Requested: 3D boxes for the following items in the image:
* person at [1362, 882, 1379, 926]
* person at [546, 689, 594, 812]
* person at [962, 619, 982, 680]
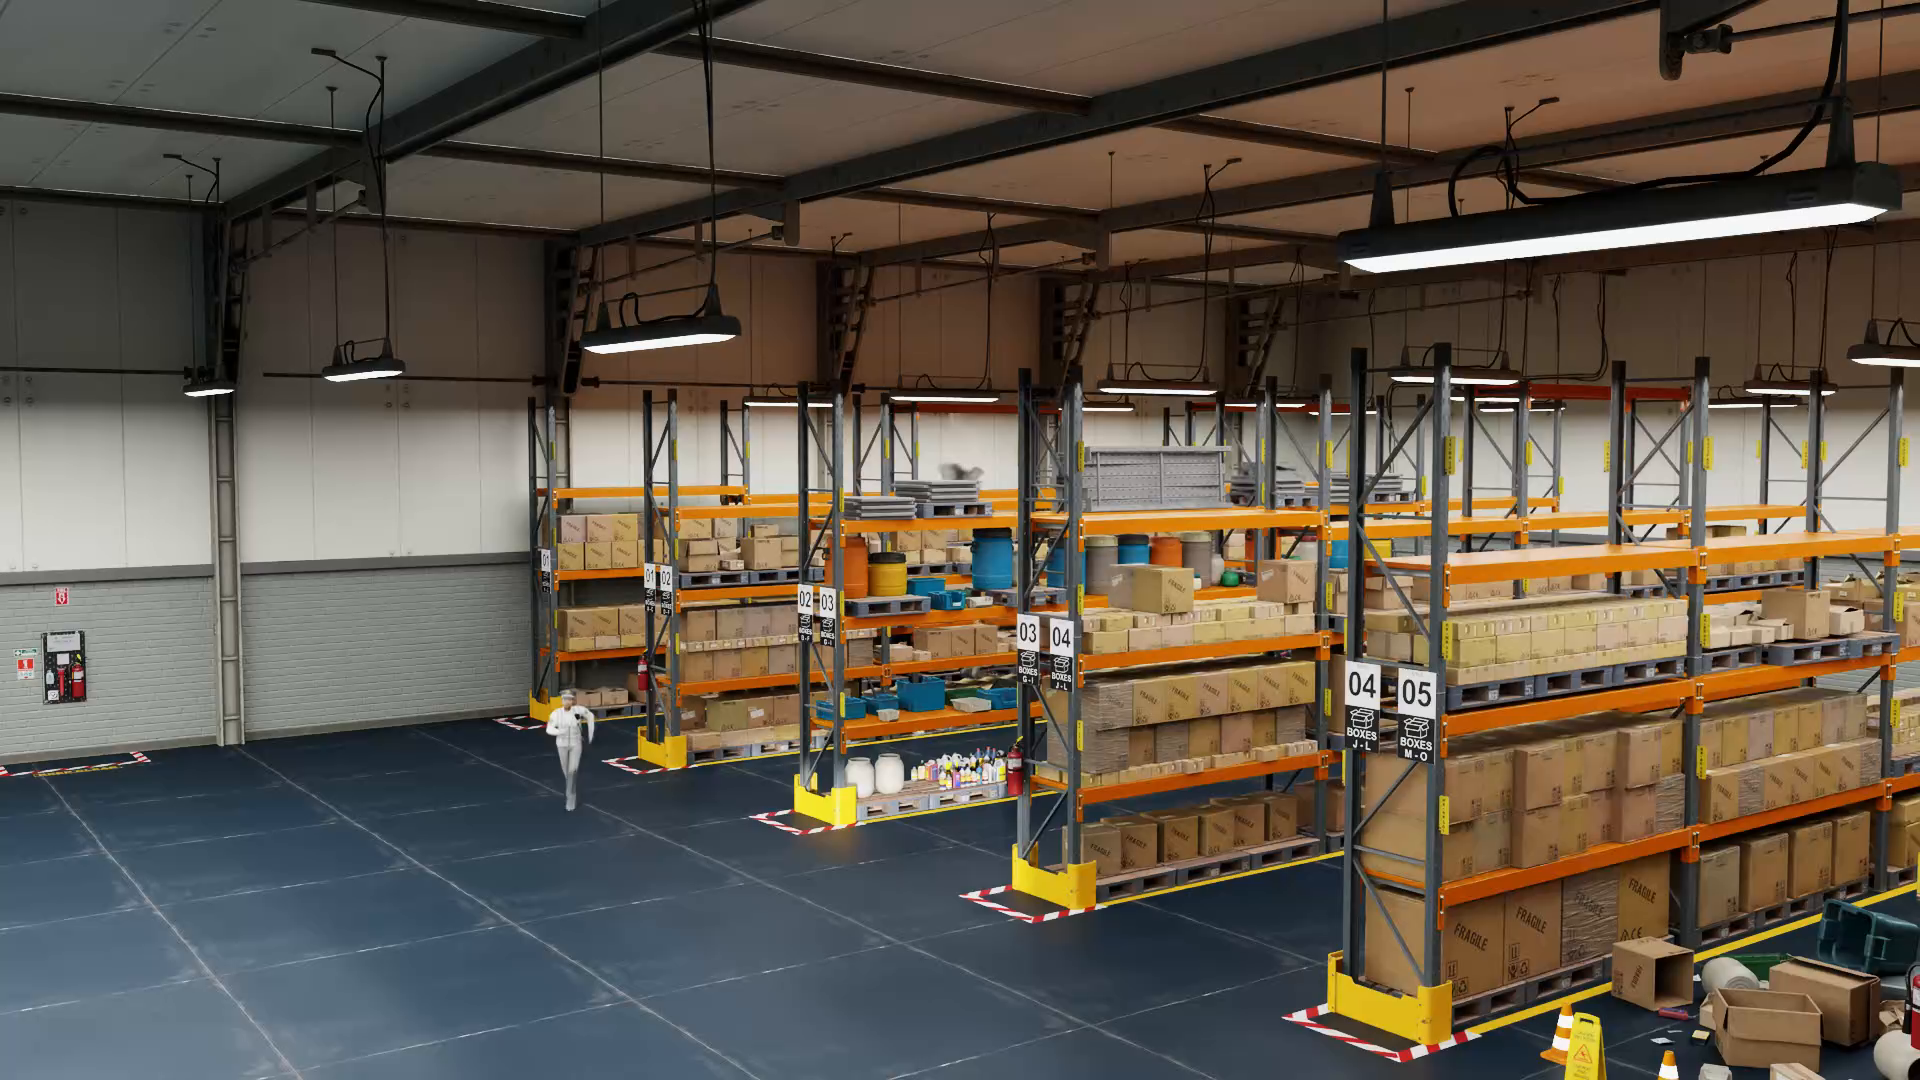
[{"bbox_3d":[4.747,3.306,18.059,0.577,1.644,1.084,3,4,41],"label":"person"},{"bbox_3d":[-5.508,2.938,23.523,0.637,1.720,0.823,-1,3,-9],"label":"person"},{"bbox_3d":[0.290,2.365,33.699,0.566,1.622,0.557,3,5,43],"label":"person"}]
